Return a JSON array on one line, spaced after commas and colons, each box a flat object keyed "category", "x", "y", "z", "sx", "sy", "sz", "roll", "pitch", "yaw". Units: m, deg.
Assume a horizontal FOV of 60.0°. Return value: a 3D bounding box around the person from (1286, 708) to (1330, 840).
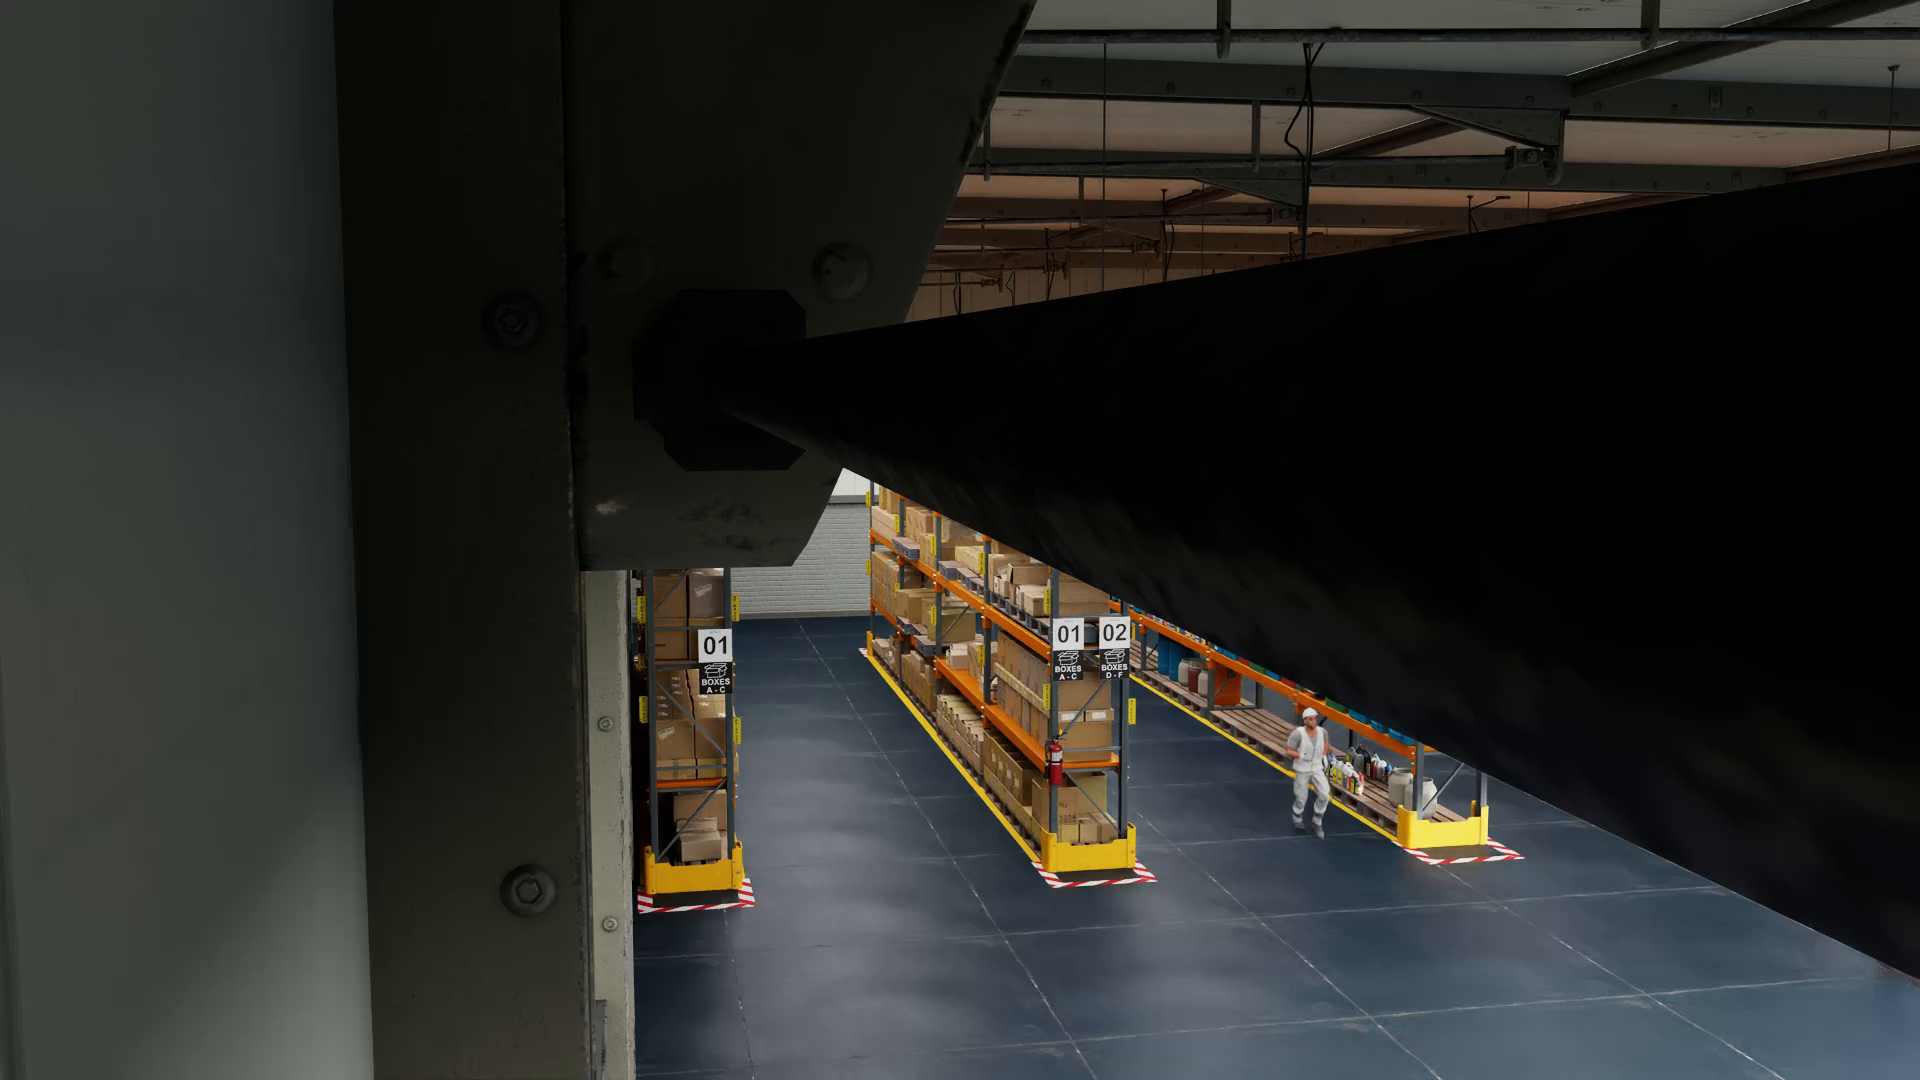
[{"category": "person", "x": 4.700, "y": 3.122, "z": 22.391, "sx": 0.675, "sy": 1.777, "sz": 0.802, "roll": -1, "pitch": 6, "yaw": -8}]
